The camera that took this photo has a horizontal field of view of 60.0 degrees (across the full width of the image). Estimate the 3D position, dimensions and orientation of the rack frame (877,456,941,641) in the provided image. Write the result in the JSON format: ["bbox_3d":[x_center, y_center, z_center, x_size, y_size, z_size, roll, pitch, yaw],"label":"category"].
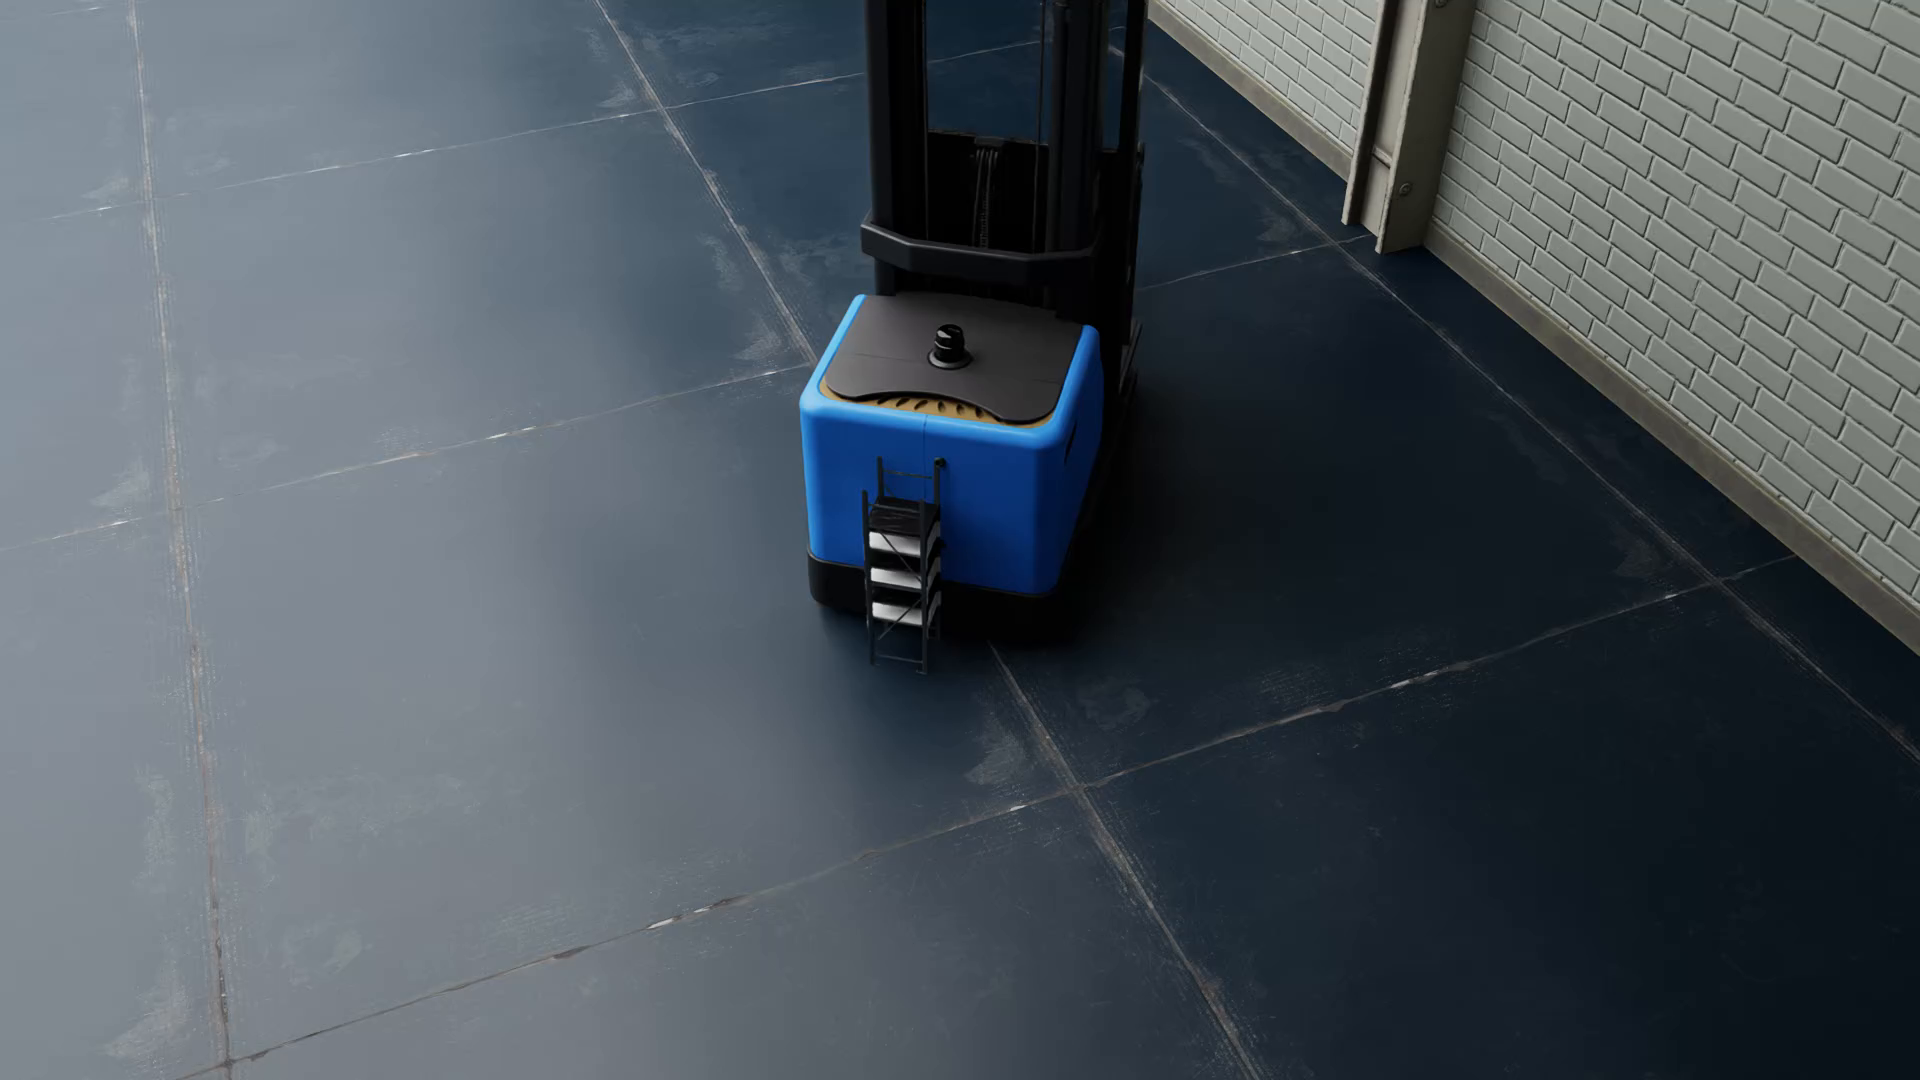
[{"bbox_3d":[-0.195,0.048,6.503,0.240,0.900,0.006,9,42,11],"label":"rack frame"}]

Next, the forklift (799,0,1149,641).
[{"bbox_3d":[0.230,-1.677,6.952,1.130,2.935,3.031,9,42,11],"label":"forklift"}]

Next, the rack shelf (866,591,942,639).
[{"bbox_3d":[-0.219,0.275,6.568,0.258,0.077,0.200,9,42,11],"label":"rack shelf"}]

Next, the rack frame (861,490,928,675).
[{"bbox_3d":[-0.243,0.177,6.354,0.240,0.900,0.006,9,42,11],"label":"rack frame"}]

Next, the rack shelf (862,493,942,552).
[{"bbox_3d":[-0.219,-0.067,6.274,0.258,0.077,0.200,9,42,11],"label":"rack shelf"}]

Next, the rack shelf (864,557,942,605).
[{"bbox_3d":[-0.219,0.138,6.450,0.258,0.077,0.200,9,42,11],"label":"rack shelf"}]

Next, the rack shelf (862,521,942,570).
[{"bbox_3d":[-0.219,0.002,6.333,0.258,0.077,0.200,9,42,11],"label":"rack shelf"}]

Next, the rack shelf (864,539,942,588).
[{"bbox_3d":[-0.219,0.070,6.392,0.258,0.077,0.200,9,42,11],"label":"rack shelf"}]

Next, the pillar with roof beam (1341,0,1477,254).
[{"bbox_3d":[-1.622,-4.051,5.060,9.100,9.000,0.400,-15,43,-17],"label":"pillar with roof beam"}]

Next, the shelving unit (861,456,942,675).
[{"bbox_3d":[-0.219,0.113,6.429,0.258,0.900,0.210,9,42,11],"label":"shelving unit"}]

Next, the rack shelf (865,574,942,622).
[{"bbox_3d":[-0.219,0.206,6.509,0.258,0.077,0.200,9,42,11],"label":"rack shelf"}]
